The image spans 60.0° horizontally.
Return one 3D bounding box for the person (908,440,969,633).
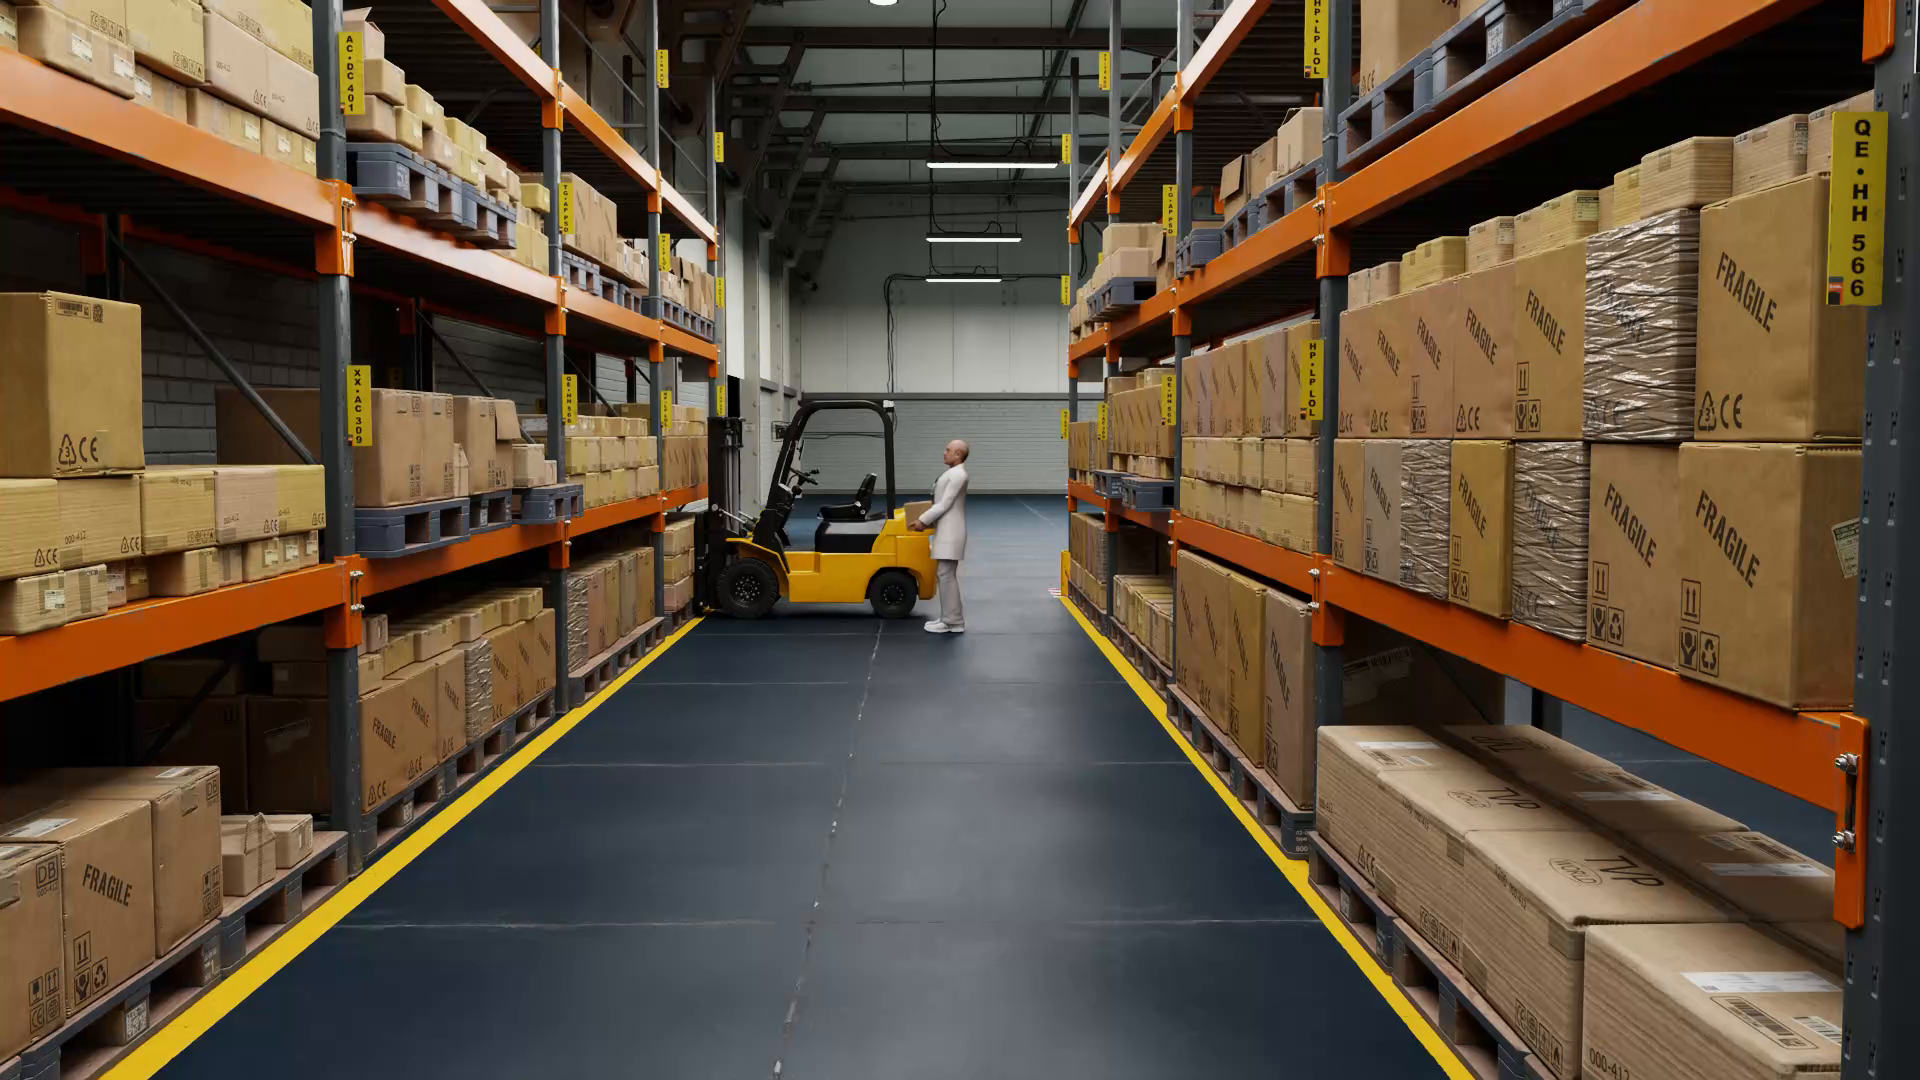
[{"bbox_3d":[-0.196,-0.039,15.353,0.563,1.769,0.529,0,4,-1],"label":"person"}]
